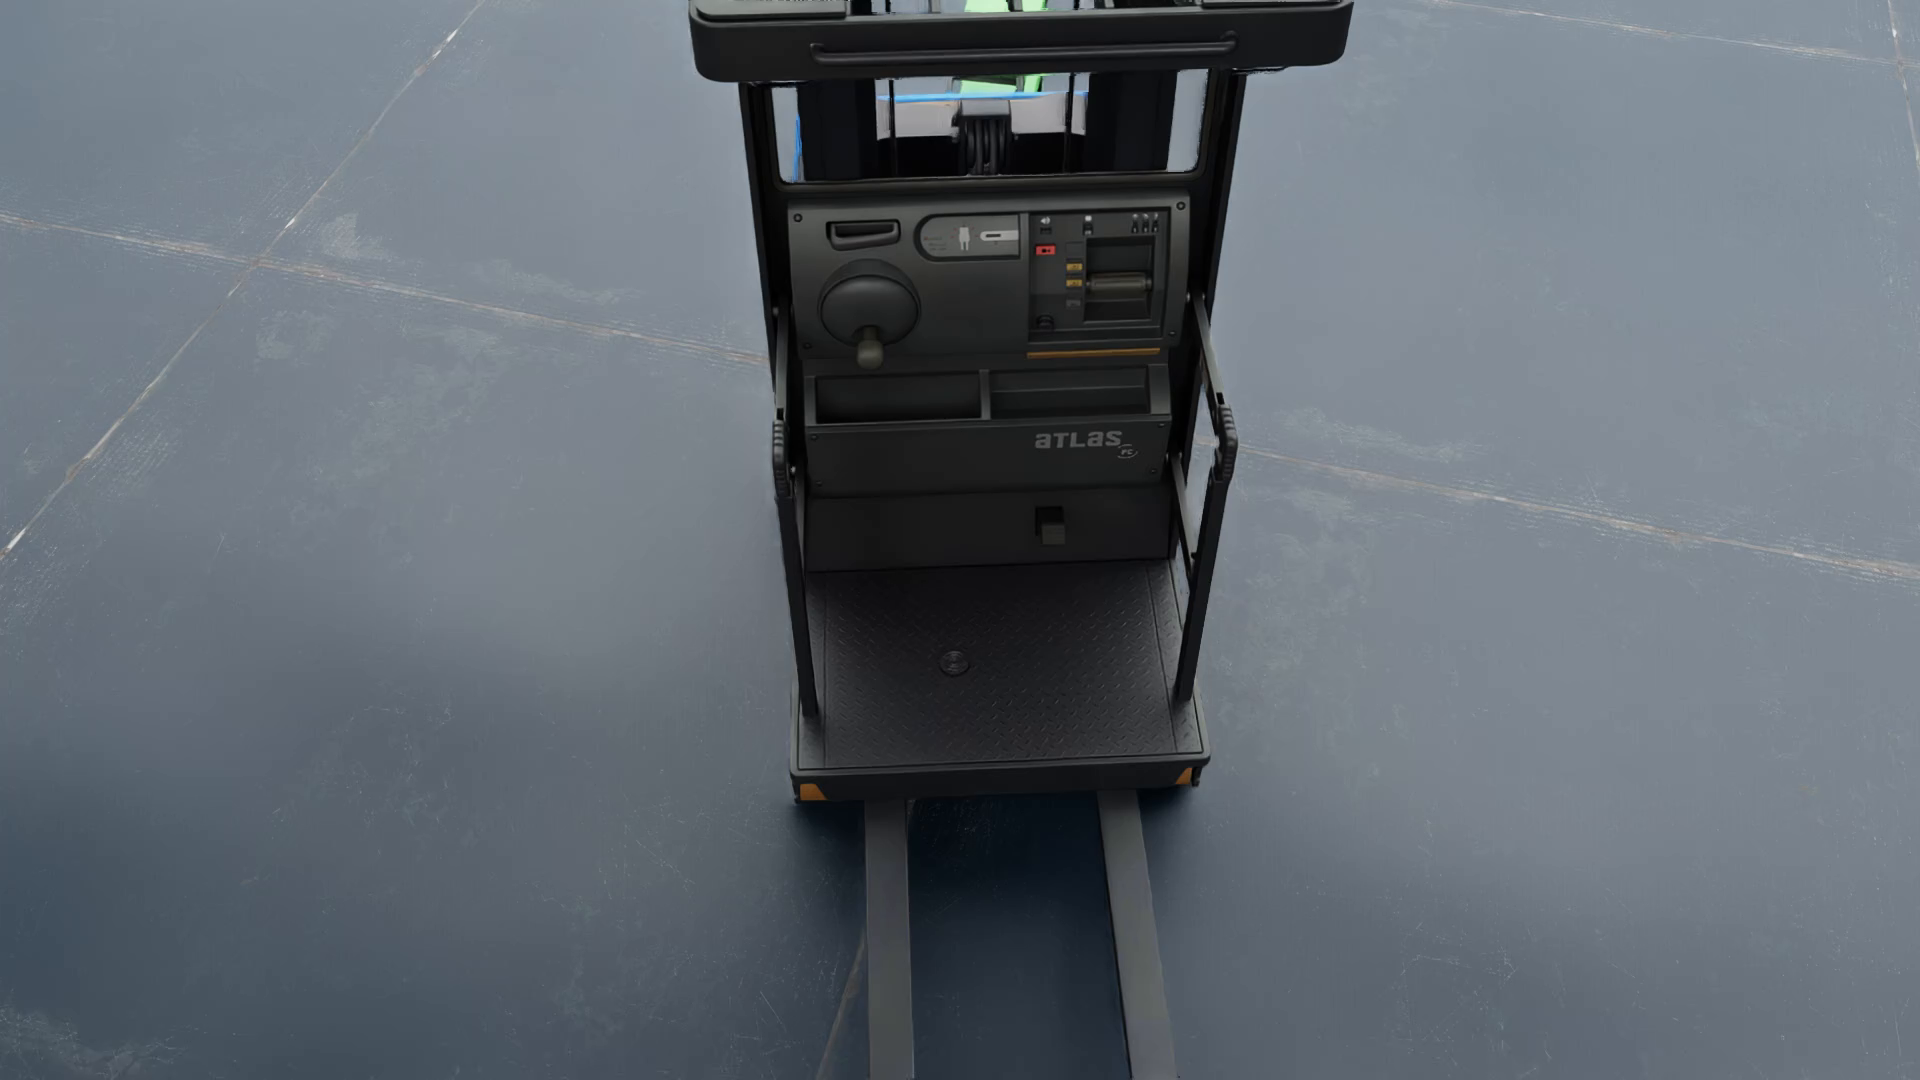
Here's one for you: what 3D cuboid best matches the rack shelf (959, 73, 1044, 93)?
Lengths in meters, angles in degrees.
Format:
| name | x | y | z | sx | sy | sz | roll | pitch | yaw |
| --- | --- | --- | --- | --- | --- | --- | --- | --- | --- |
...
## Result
| name | x | y | z | sx | sy | sz | roll | pitch | yaw |
| --- | --- | --- | --- | --- | --- | --- | --- | --- | --- |
| rack shelf | 0.115 | -1.405 | 5.455 | 0.258 | 0.148 | 0.480 | 7 | 49 | 7 |

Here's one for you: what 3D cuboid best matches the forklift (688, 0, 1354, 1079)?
| name | x | y | z | sx | sy | sz | roll | pitch | yaw |
| --- | --- | --- | --- | --- | --- | --- | --- | --- | --- |
| forklift | 0.083 | -0.507 | 3.743 | 1.130 | 2.935 | 3.031 | -2 | 49 | -2 |

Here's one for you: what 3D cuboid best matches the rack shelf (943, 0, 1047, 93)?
| name | x | y | z | sx | sy | sz | roll | pitch | yaw |
| --- | --- | --- | --- | --- | --- | --- | --- | --- | --- |
| rack shelf | 0.115 | -1.564 | 5.275 | 0.258 | 0.148 | 0.480 | 7 | 49 | 7 |

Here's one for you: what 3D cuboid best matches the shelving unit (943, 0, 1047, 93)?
| name | x | y | z | sx | sy | sz | roll | pitch | yaw |
| --- | --- | --- | --- | --- | --- | --- | --- | --- | --- |
| shelving unit | 0.115 | -1.289 | 5.587 | 0.258 | 1.200 | 0.503 | 7 | 49 | 7 |

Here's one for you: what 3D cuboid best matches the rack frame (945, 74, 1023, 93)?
| name | x | y | z | sx | sy | sz | roll | pitch | yaw |
| --- | --- | --- | --- | --- | --- | --- | --- | --- | --- |
| rack frame | 0.073 | -1.109 | 5.428 | 0.240 | 1.200 | 0.015 | 7 | 49 | 7 |
